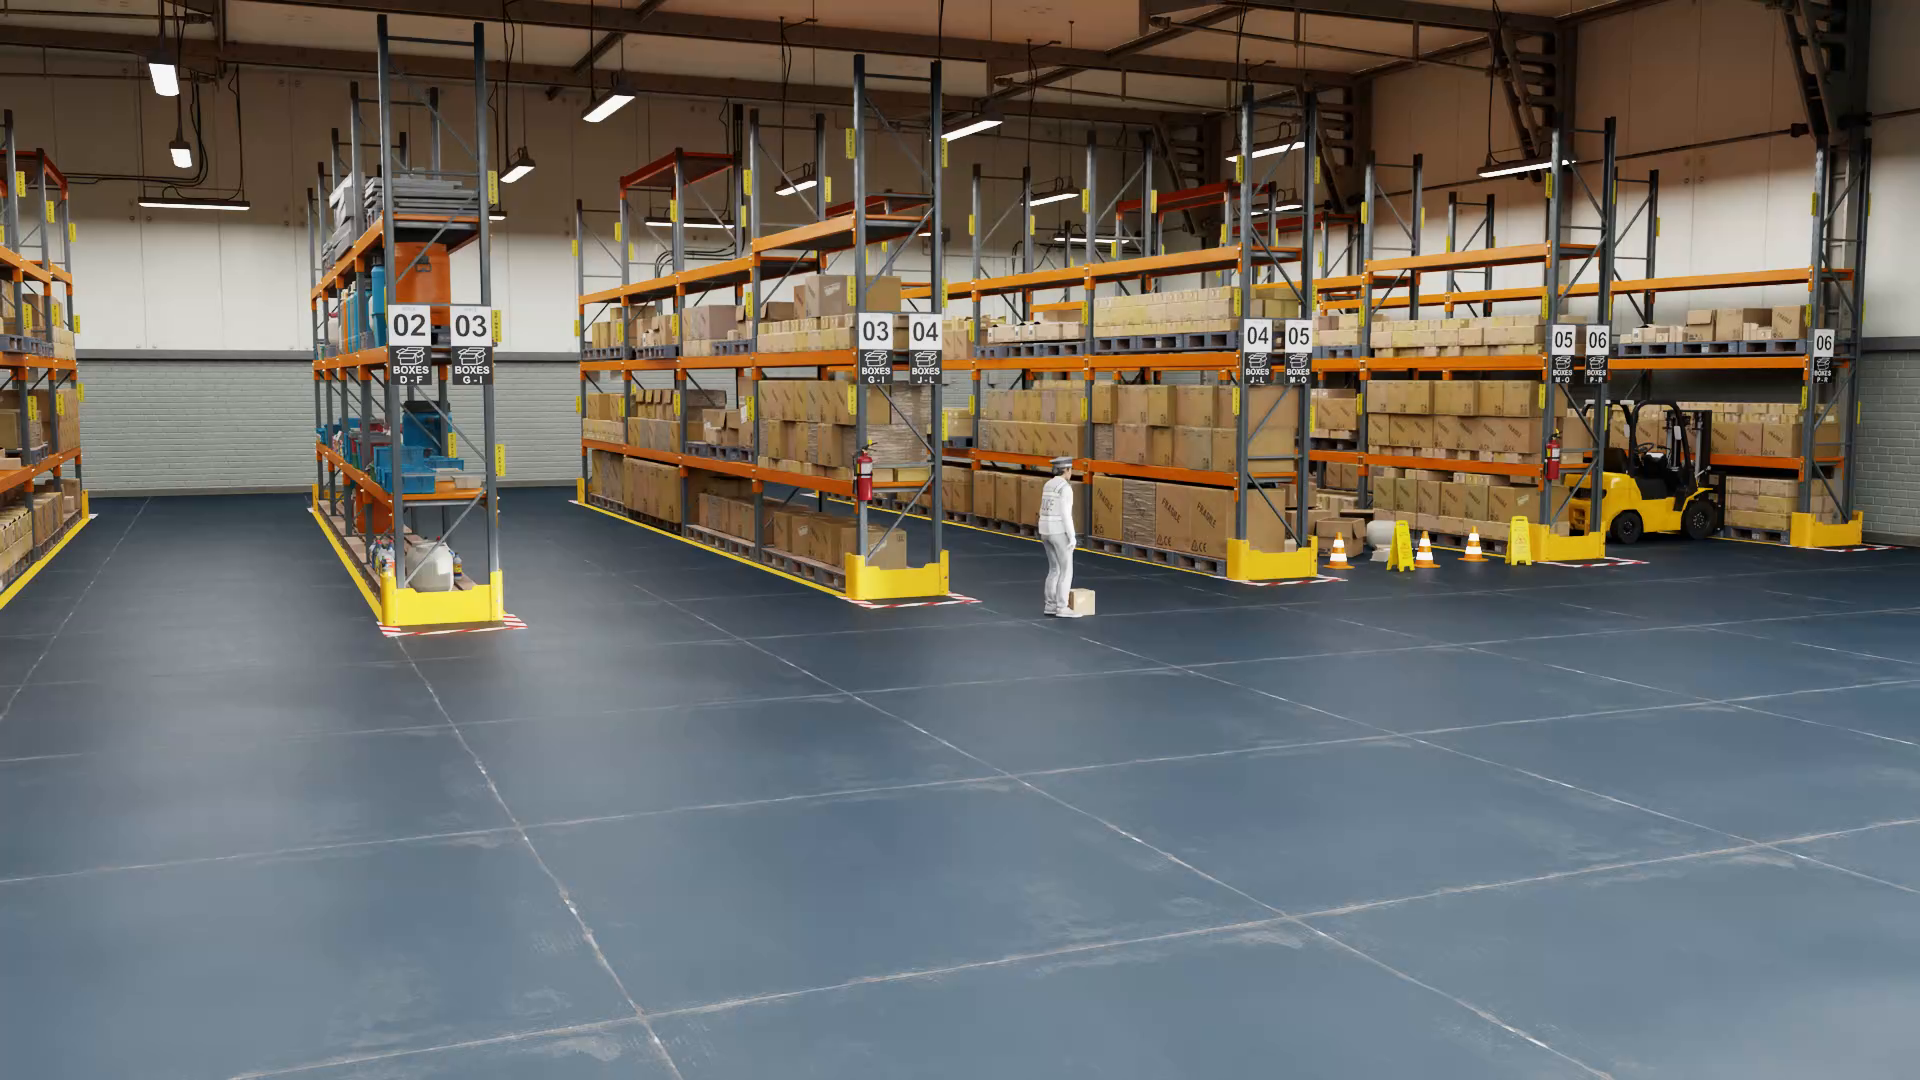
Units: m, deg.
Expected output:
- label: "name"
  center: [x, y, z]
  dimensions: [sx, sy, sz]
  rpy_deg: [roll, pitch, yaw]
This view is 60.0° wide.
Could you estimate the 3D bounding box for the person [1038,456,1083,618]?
- label: "person"
  center: [1.030, -0.039, 17.385]
  dimensions: [0.376, 1.664, 0.546]
  rpy_deg: [-3, 6, -27]
